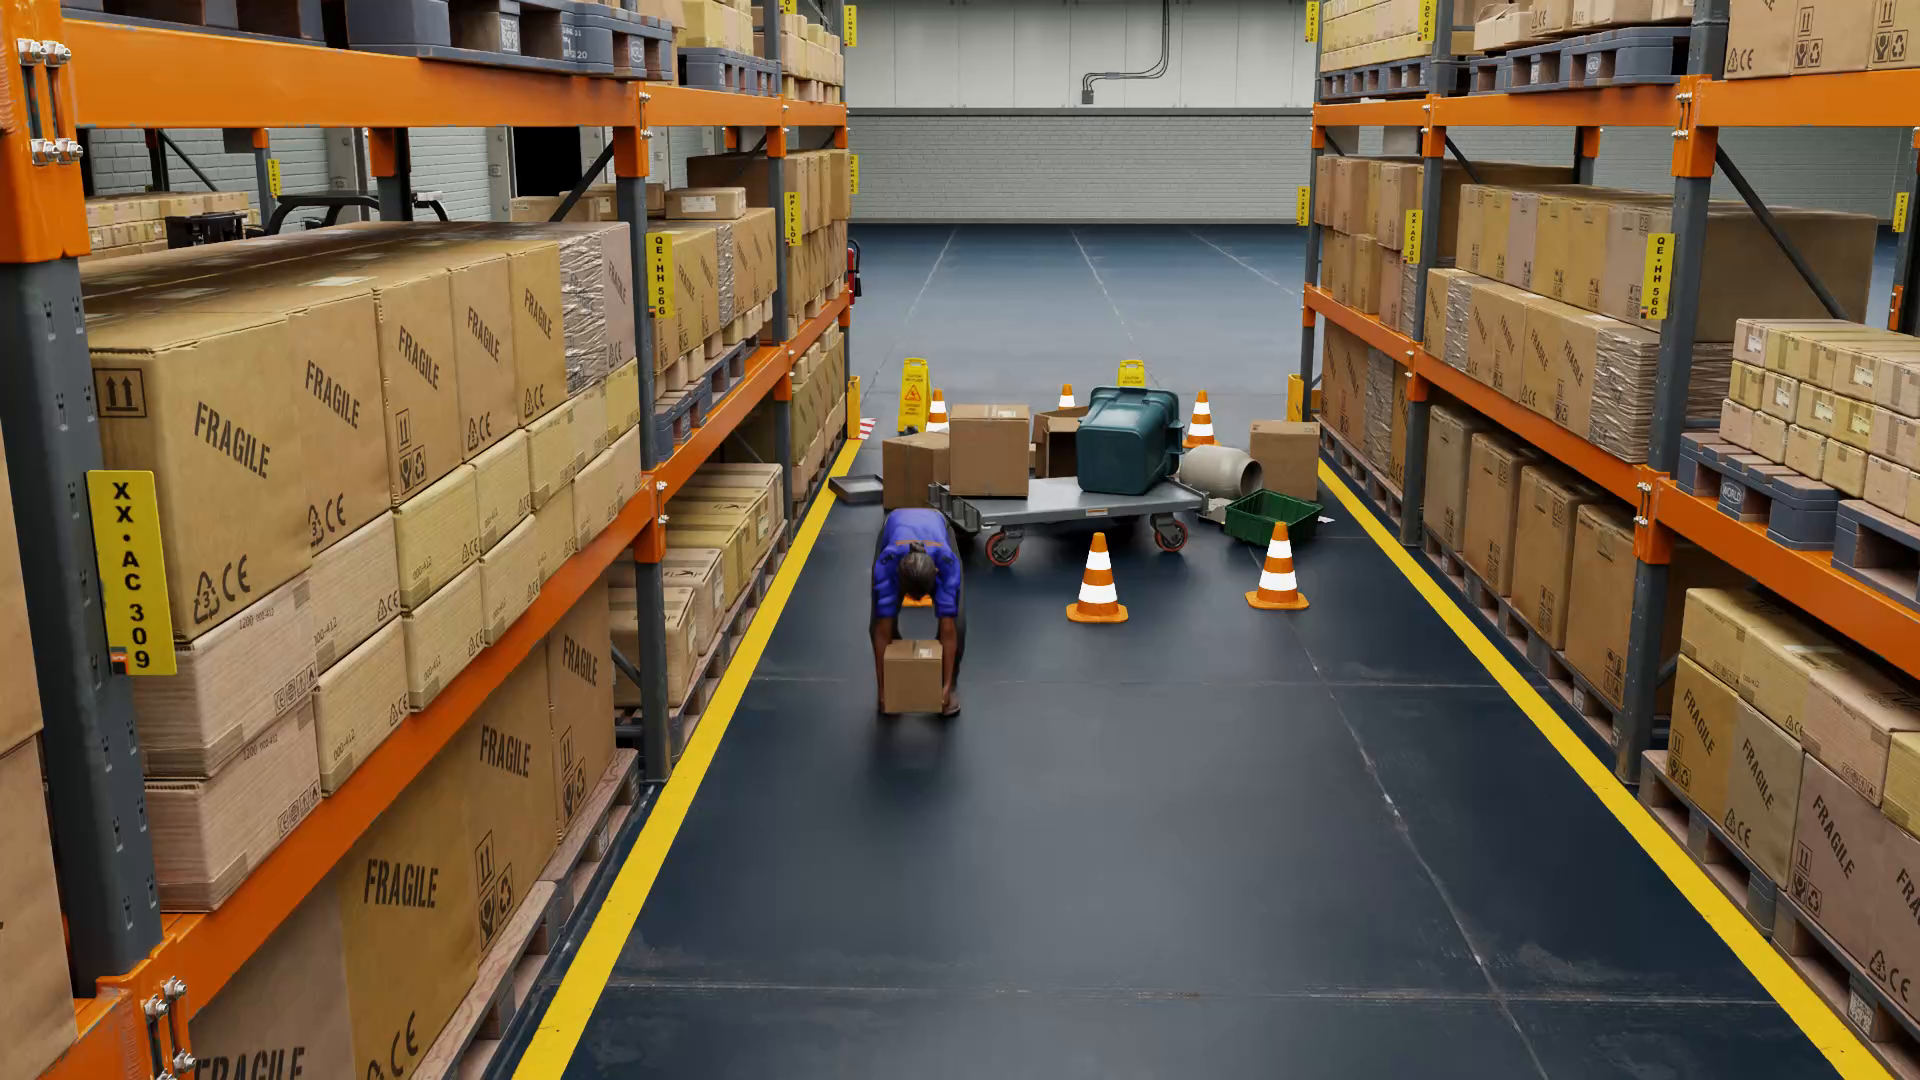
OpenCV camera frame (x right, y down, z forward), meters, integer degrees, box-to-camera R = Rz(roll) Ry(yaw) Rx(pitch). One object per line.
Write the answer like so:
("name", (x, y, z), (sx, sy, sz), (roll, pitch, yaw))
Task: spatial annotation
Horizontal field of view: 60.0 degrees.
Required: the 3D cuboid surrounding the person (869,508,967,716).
("person", (-0.190, 0.370, 7.492), (0.446, 0.954, 0.876), (0, 14, -1))
